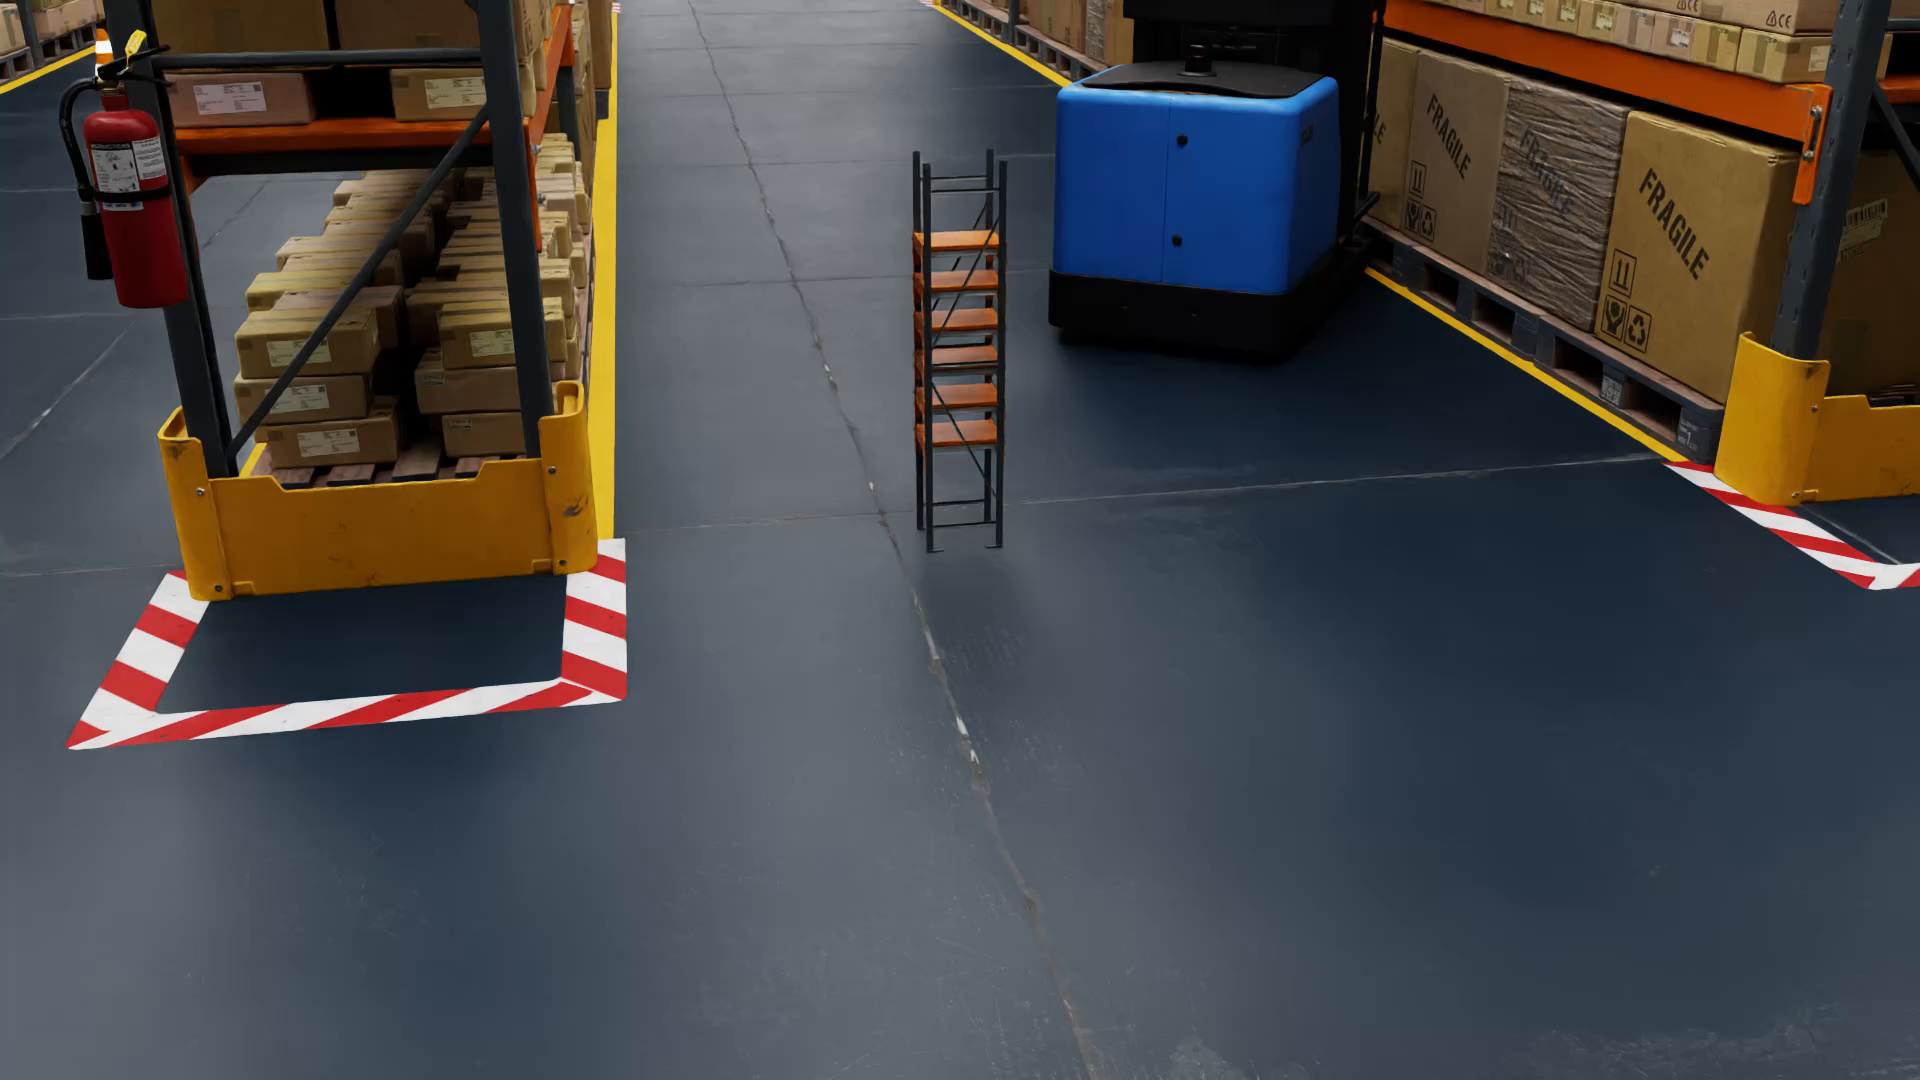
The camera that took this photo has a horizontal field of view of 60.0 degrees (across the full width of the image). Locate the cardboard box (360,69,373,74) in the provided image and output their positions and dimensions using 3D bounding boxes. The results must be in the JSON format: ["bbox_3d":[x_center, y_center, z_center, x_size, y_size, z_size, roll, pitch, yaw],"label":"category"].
[{"bbox_3d":[-2.191,-1.667,5.633,0.380,0.149,0.250,-5,24,-12],"label":"cardboard box"}]

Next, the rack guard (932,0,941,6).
[{"bbox_3d":[0.256,-6.718,20.006,1.175,0.500,0.348,-4,24,-10],"label":"rack guard"}]

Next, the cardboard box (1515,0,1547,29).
[{"bbox_3d":[2.529,-2.202,6.857,0.380,0.149,0.250,-4,24,-9],"label":"cardboard box"}]

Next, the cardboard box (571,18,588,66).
[{"bbox_3d":[-2.500,-2.957,9.933,0.500,0.250,0.500,-3,24,-8],"label":"cardboard box"}]

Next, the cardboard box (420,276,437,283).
[{"bbox_3d":[-2.277,-0.960,6.737,0.380,0.149,0.250,-4,24,-8],"label":"cardboard box"}]

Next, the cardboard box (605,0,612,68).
[{"bbox_3d":[-3.361,-4.170,13.337,1.050,0.750,0.750,-4,24,-9],"label":"cardboard box"}]

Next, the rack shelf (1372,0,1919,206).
[{"bbox_3d":[2.831,-2.057,7.110,1.077,0.370,4.000,-4,24,-10],"label":"rack shelf"}]

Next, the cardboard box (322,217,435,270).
[{"bbox_3d":[-2.232,-1.136,6.397,0.380,0.149,0.250,-5,24,-12],"label":"cardboard box"}]

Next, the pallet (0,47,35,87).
[{"bbox_3d":[-8.612,-4.002,14.150,1.003,0.211,1.213,-4,24,-10],"label":"pallet"}]

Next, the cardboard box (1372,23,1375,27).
[{"bbox_3d":[2.323,-2.642,9.682,1.225,0.875,0.875,-4,24,-10],"label":"cardboard box"}]

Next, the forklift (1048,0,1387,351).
[{"bbox_3d":[1.430,-2.679,7.722,1.130,2.935,3.031,10,25,21],"label":"forklift"}]

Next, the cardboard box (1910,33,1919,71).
[{"bbox_3d":[3.459,-1.649,5.591,0.380,0.149,0.250,-4,24,-9],"label":"cardboard box"}]

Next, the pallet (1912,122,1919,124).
[{"bbox_3d":[6.998,-3.049,11.968,1.003,0.211,1.213,-4,24,-10],"label":"pallet"}]

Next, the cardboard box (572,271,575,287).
[{"bbox_3d":[-1.774,-0.996,6.819,0.380,0.149,0.250,-4,24,-10],"label":"cardboard box"}]

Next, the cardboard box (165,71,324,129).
[{"bbox_3d":[-2.031,-1.265,4.711,0.380,0.149,0.250,-4,24,-10],"label":"cardboard box"}]

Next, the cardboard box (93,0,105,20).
[{"bbox_3d":[-8.893,-5.384,16.741,0.500,0.250,0.500,-5,24,-12],"label":"cardboard box"}]

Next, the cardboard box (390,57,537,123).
[{"bbox_3d":[-1.430,-1.309,4.813,0.380,0.149,0.250,-4,24,-10],"label":"cardboard box"}]

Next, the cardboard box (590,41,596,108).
[{"bbox_3d":[-2.793,-3.226,11.488,0.500,0.500,0.500,-4,24,-10],"label":"cardboard box"}]

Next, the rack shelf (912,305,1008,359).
[{"bbox_3d":[-0.003,-0.625,4.993,0.258,0.103,0.180,-4,24,-10],"label":"rack shelf"}]

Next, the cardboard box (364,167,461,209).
[{"bbox_3d":[-2.414,-1.544,7.331,0.380,0.149,0.250,-5,24,-11],"label":"cardboard box"}]

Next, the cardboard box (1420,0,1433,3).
[{"bbox_3d":[2.337,-2.607,7.785,0.380,0.149,0.250,-5,24,-11],"label":"cardboard box"}]

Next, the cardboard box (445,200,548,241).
[{"bbox_3d":[-1.859,-1.270,6.704,0.380,0.149,0.250,-4,24,-10],"label":"cardboard box"}]

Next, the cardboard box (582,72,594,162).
[{"bbox_3d":[-2.408,-2.411,9.621,0.500,0.500,0.500,-3,24,-7],"label":"cardboard box"}]

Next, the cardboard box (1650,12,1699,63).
[{"bbox_3d":[2.716,-1.802,5.941,0.380,0.149,0.250,-4,24,-10],"label":"cardboard box"}]

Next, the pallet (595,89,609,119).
[{"bbox_3d":[-3.244,-3.457,12.901,1.003,0.211,1.213,-4,24,-10],"label":"pallet"}]

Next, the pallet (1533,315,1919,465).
[{"bbox_3d":[2.976,-0.630,6.430,1.003,0.211,1.213,-4,24,-10],"label":"pallet"}]

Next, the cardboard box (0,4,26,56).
[{"bbox_3d":[-8.658,-4.368,14.263,0.950,0.372,0.625,-4,24,-9],"label":"cardboard box"}]

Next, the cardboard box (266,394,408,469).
[{"bbox_3d":[-1.995,-0.350,5.341,0.380,0.149,0.250,-4,24,-9],"label":"cardboard box"}]

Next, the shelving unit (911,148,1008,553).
[{"bbox_3d":[-0.003,-0.556,5.023,0.258,1.200,0.189,-4,24,-10],"label":"shelving unit"}]

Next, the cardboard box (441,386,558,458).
[{"bbox_3d":[-1.475,-0.388,5.428,0.380,0.149,0.250,-4,24,-9],"label":"cardboard box"}]

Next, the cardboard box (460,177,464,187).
[{"bbox_3d":[-2.545,-1.609,7.851,0.380,0.149,0.250,-4,24,-9],"label":"cardboard box"}]

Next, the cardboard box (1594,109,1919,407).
[{"bbox_3d":[3.004,-1.064,6.069,0.875,0.875,0.875,-4,24,-10],"label":"cardboard box"}]

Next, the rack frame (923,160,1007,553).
[{"bbox_3d":[0.014,-0.520,4.940,0.240,1.200,0.006,-4,24,-10],"label":"rack frame"}]

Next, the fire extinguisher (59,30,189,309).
[{"bbox_3d":[-2.099,-0.933,4.200,0.296,0.674,0.183,-4,24,-10],"label":"fire extinguisher"}]

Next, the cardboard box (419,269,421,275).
[{"bbox_3d":[-2.384,-1.097,6.679,0.380,0.149,0.250,-4,24,-9],"label":"cardboard box"}]

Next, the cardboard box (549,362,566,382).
[{"bbox_3d":[-1.532,-0.632,5.614,0.380,0.149,0.250,-4,24,-10],"label":"cardboard box"}]

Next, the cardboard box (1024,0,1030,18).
[{"bbox_3d":[0.947,-5.527,16.755,0.500,0.500,0.500,-5,24,-11],"label":"cardboard box"}]

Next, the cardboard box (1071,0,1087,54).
[{"bbox_3d":[1.351,-4.504,14.389,0.700,0.500,0.500,-2,24,-5],"label":"cardboard box"}]

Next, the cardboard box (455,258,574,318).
[{"bbox_3d":[-1.545,-0.870,5.789,0.380,0.149,0.250,-4,24,-10],"label":"cardboard box"}]

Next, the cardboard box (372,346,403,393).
[{"bbox_3d":[-2.066,-0.588,5.514,0.380,0.149,0.250,-5,24,-11],"label":"cardboard box"}]

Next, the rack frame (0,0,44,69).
[{"bbox_3d":[-8.757,-5.586,14.293,1.000,3.000,0.127,-4,24,-10],"label":"rack frame"}]

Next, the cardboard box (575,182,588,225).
[{"bbox_3d":[-1.932,-1.558,7.735,0.380,0.149,0.250,-5,24,-12],"label":"cardboard box"}]

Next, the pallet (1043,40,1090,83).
[{"bbox_3d":[1.356,-4.255,14.728,1.003,0.211,1.213,-4,24,-10],"label":"pallet"}]

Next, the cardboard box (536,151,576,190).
[{"bbox_3d":[-1.971,-1.689,7.663,0.380,0.149,0.250,-5,24,-10],"label":"cardboard box"}]

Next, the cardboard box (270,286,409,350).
[{"bbox_3d":[-2.029,-0.723,5.453,0.380,0.149,0.250,-4,24,-9],"label":"cardboard box"}]
